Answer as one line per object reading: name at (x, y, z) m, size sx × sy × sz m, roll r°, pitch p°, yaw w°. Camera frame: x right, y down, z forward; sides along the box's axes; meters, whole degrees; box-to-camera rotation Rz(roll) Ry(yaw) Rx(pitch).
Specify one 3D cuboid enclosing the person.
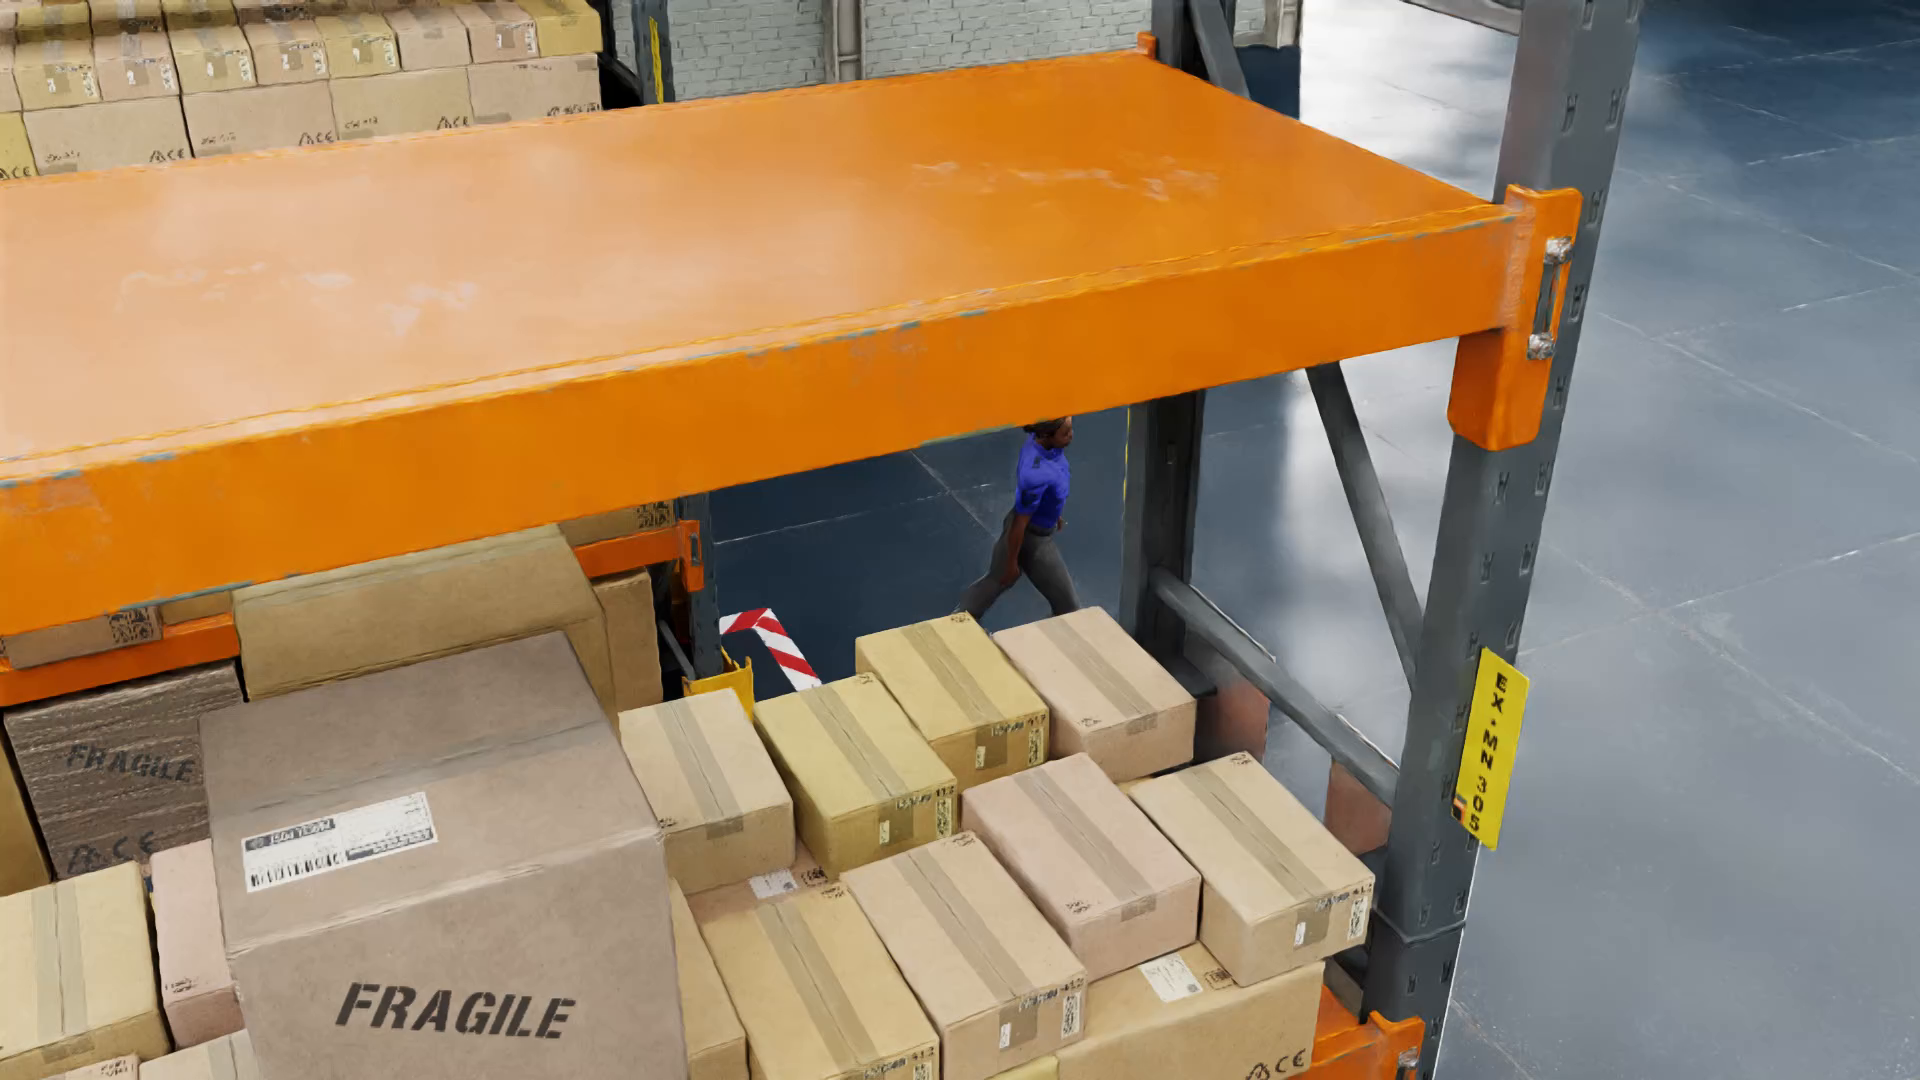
person at (0.392, -0.030, 8.526) m, size 0.998 × 1.595 × 0.552 m, roll 0°, pitch 30°, yaw 0°
